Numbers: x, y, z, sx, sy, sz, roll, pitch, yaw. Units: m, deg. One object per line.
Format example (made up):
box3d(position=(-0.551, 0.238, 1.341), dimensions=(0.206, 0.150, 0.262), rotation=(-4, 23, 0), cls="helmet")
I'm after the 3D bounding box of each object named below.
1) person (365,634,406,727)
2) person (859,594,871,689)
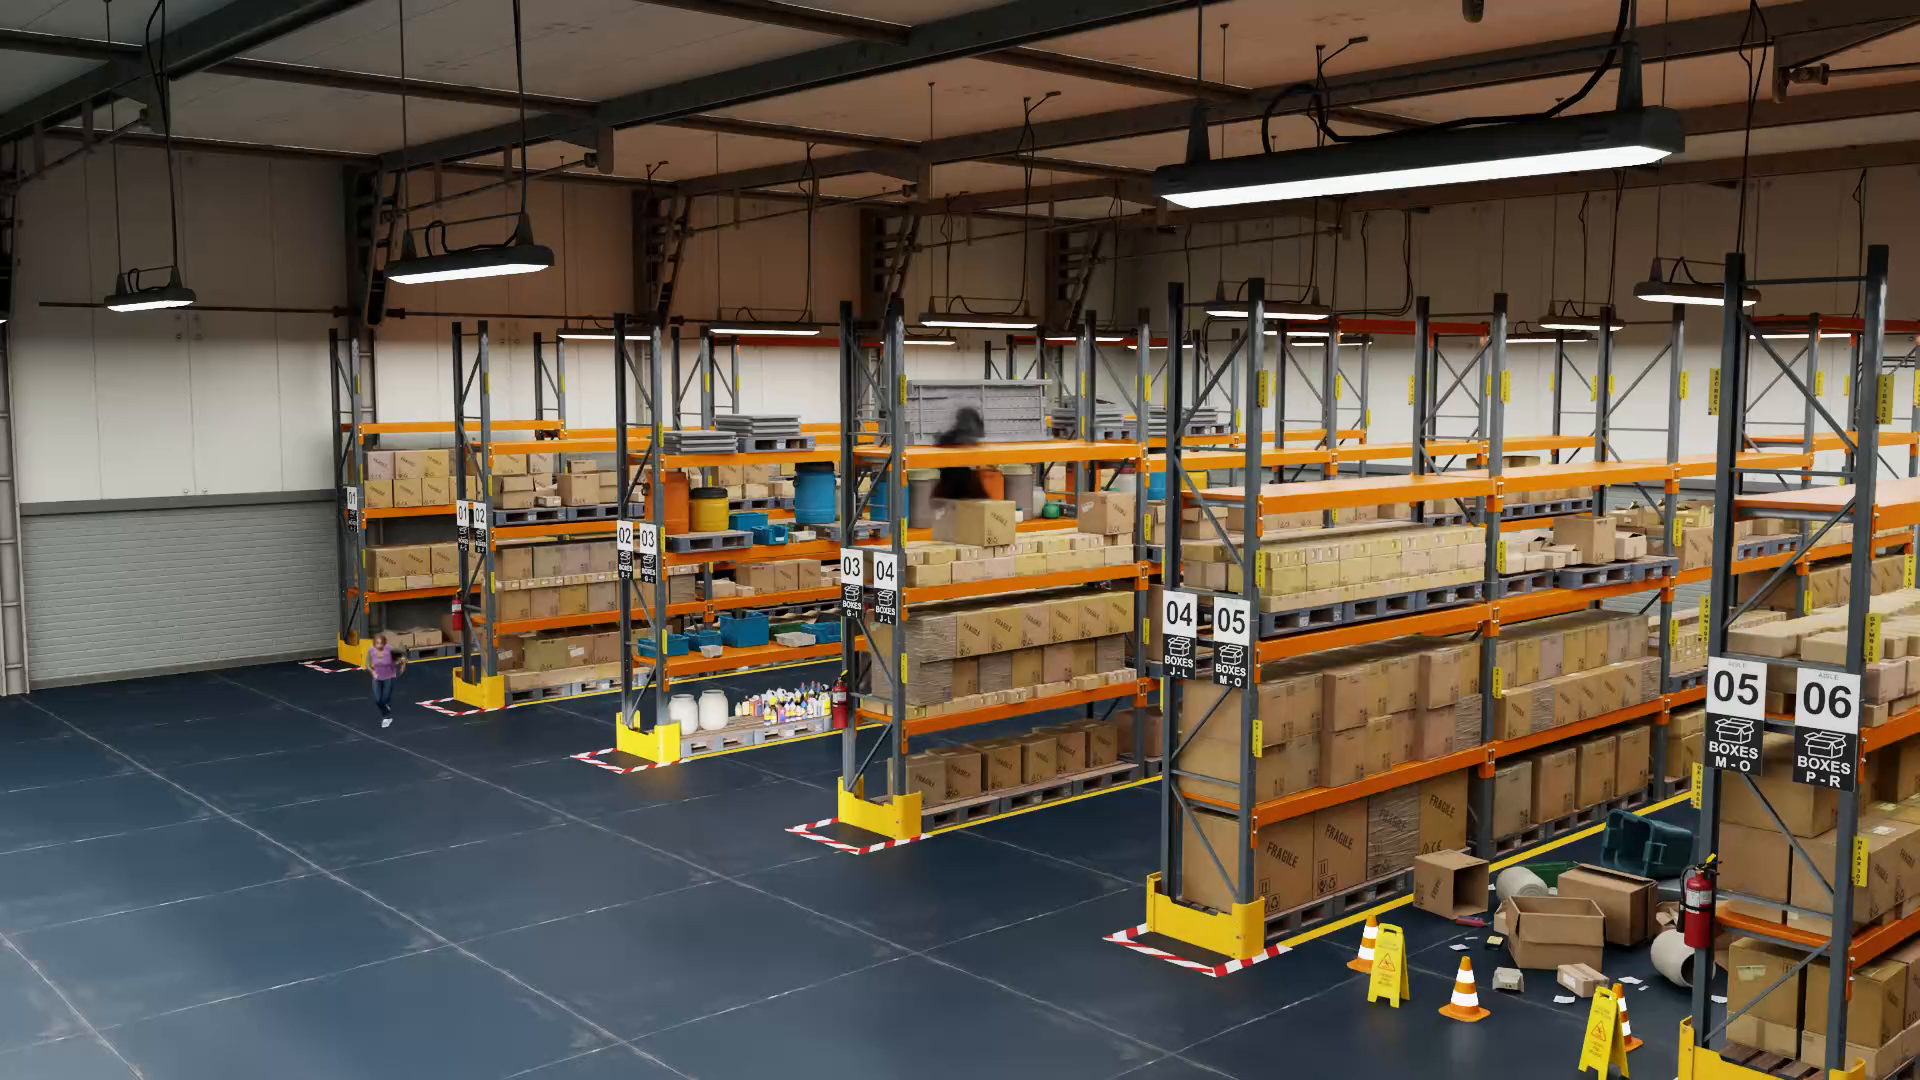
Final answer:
box3d(position=(-8.402, 2.056, 24.359), dimensions=(0.560, 1.445, 0.757), rotation=(-1, 6, -11), cls="person")
box3d(position=(-1.671, 1.620, 27.427), dimensions=(0.658, 1.682, 0.591), rotation=(5, 7, 40), cls="person")
